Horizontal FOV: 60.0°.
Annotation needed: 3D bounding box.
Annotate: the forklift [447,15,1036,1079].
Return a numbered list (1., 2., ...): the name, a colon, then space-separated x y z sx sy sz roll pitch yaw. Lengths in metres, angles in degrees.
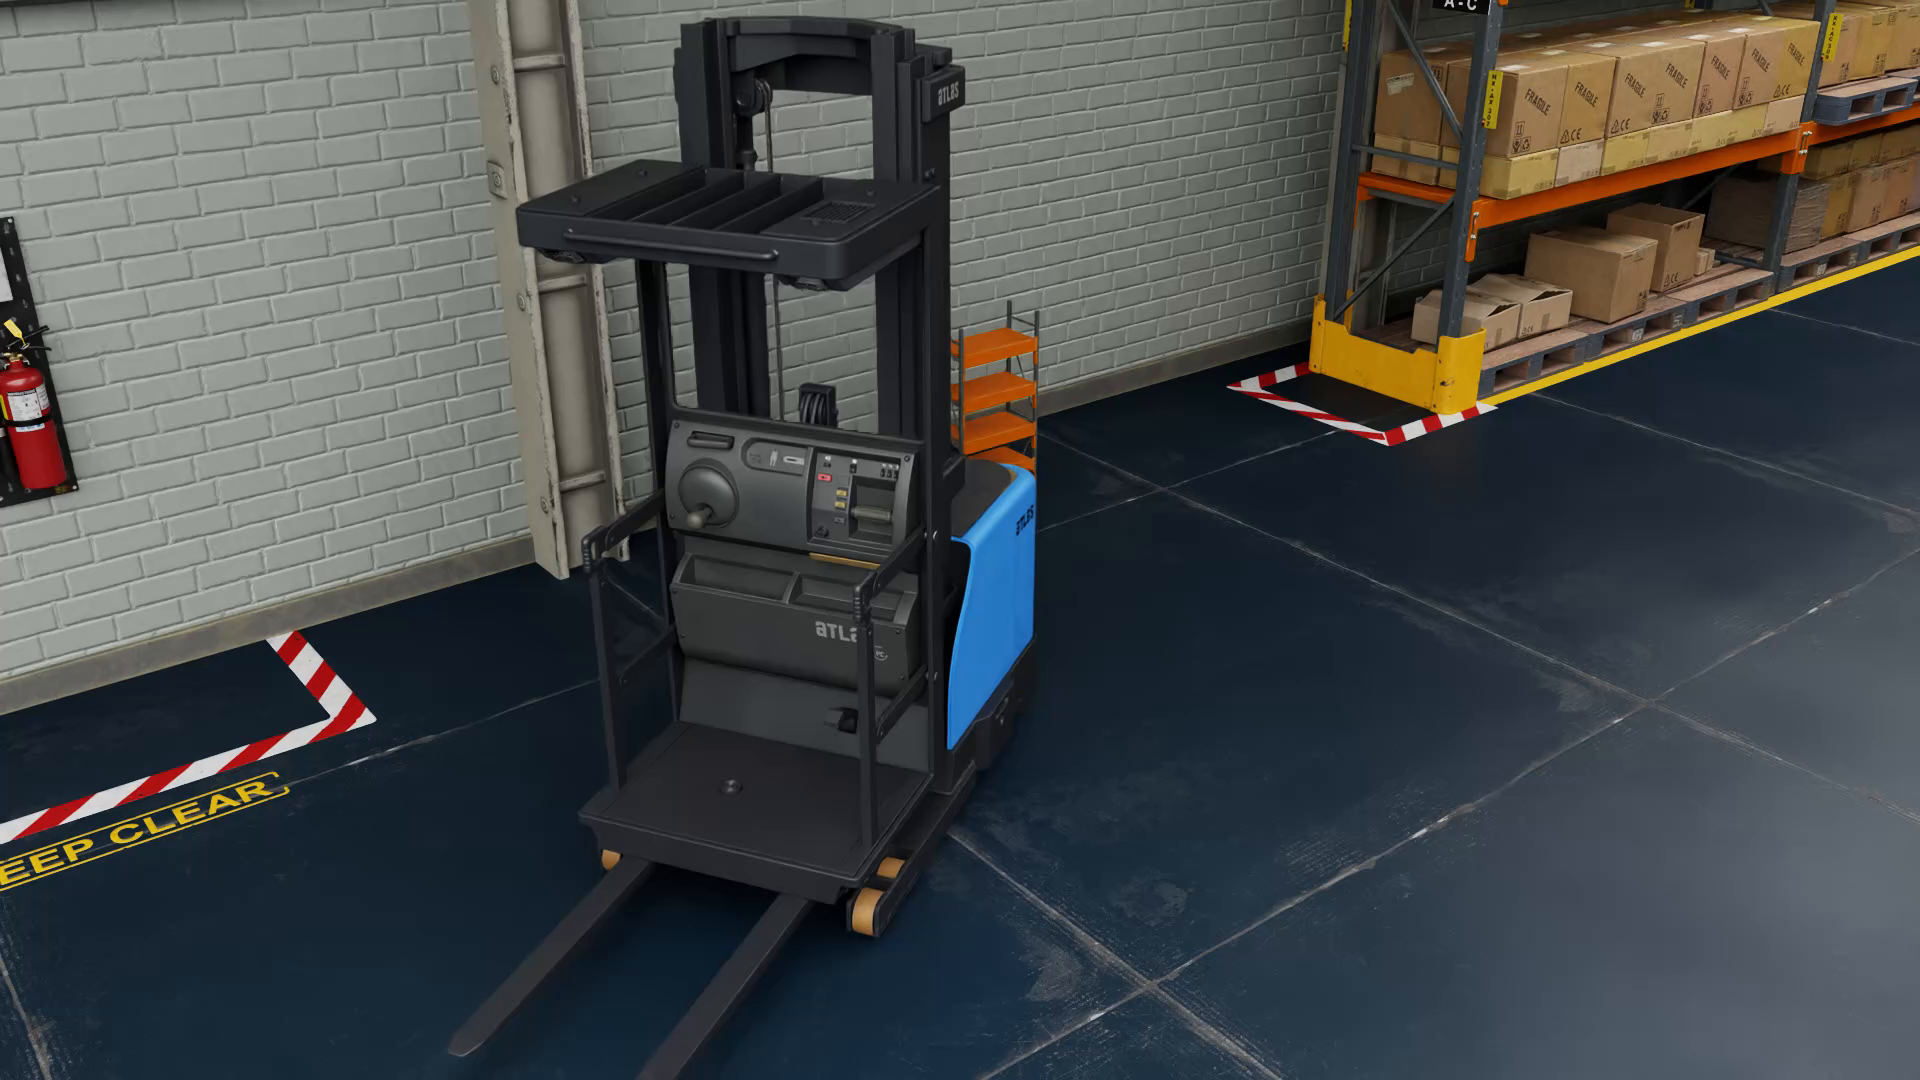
1. forklift: -0.673 -0.150 5.592 1.130 2.935 3.031 9 26 19

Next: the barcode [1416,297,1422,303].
1. barcode: 3.131 -1.624 11.346 0.075 0.075 0.001 -18 31 -34

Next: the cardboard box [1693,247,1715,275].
1. cardboard box: 5.509 -2.157 12.678 0.380 0.166 0.250 22 33 39

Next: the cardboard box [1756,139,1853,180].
1. cardboard box: 6.824 -3.110 13.444 0.500 0.250 0.500 -19 31 -35

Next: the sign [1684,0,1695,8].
1. sign: 5.566 -4.100 12.645 0.005 0.325 0.100 -18 31 -34

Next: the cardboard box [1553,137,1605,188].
1. cardboard box: 3.743 -2.455 10.631 0.500 0.250 0.500 -19 31 -36

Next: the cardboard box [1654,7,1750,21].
1. cardboard box: 5.412 -3.620 12.251 0.500 0.500 0.500 -19 31 -35

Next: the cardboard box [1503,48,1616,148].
1. cardboard box: 3.720 -2.783 10.448 0.500 0.500 0.500 -18 30 -34

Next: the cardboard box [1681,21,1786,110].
1. cardboard box: 5.341 -3.316 11.596 0.500 0.500 0.500 -18 31 -34

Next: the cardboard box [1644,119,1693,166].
1. cardboard box: 4.547 -2.716 11.193 0.500 0.250 0.500 -18 30 -34

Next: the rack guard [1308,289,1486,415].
1. rack guard: 2.823 -1.239 10.825 0.348 0.500 1.175 -18 31 -34

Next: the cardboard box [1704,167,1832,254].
1. cardboard box: 6.480 -2.654 13.353 0.500 0.500 0.700 -17 30 -32

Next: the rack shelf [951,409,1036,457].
1. rack shelf: 0.130 -0.526 8.618 0.480 0.148 0.258 -18 31 -34

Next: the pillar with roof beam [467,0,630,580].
1. pillar with roof beam: 0.715 -2.558 3.571 0.400 9.000 9.100 -18 31 -34

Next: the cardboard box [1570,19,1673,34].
1. cardboard box: 4.607 -3.359 11.689 0.500 0.500 0.500 -17 30 -33

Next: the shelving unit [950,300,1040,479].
1. shelving unit: 0.130 -0.587 8.590 0.503 1.200 0.258 -18 31 -34

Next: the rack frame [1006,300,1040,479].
1. rack frame: 0.322 -0.651 8.727 0.015 1.200 0.240 -18 31 -34

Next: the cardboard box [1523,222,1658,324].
1. cardboard box: 4.420 -1.890 11.707 0.500 0.500 0.700 -21 32 -37

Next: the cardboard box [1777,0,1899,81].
1. cardboard box: 6.777 -3.900 12.950 0.500 0.500 0.700 -15 29 -29

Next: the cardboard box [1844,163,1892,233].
1. cardboard box: 7.282 -2.924 13.934 0.500 0.500 0.700 -18 30 -33

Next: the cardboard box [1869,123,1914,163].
1. cardboard box: 7.635 -3.370 14.004 0.500 0.250 0.500 -18 31 -34

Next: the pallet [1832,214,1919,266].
1. pallet: 7.484 -2.648 14.206 1.213 0.211 1.003 -18 31 -34

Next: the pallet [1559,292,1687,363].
1. pallet: 4.444 -1.622 11.994 1.213 0.211 1.003 -18 31 -34

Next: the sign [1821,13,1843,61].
1. sign: 6.252 -3.607 11.930 0.005 0.325 0.100 -18 31 -34

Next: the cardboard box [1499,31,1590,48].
1. cardboard box: 3.810 -3.090 11.108 0.500 0.500 0.500 -19 31 -35

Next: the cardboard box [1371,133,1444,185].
1. cardboard box: 3.012 -2.479 10.684 0.500 0.250 0.500 -18 30 -33

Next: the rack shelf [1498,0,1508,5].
1. rack shelf: 4.337 -3.907 10.896 4.000 0.370 1.077 -18 31 -34

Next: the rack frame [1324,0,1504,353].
1. rack frame: 2.763 -2.353 10.256 0.127 3.000 1.000 -18 31 -34

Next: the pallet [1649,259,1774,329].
1. pallet: 5.404 -1.941 12.681 1.213 0.211 1.003 -18 31 -34

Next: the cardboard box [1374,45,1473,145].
1. cardboard box: 3.003 -2.827 10.541 0.500 0.500 0.500 -19 31 -35

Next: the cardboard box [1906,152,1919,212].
1. cardboard box: 8.047 -3.197 14.522 0.500 0.500 0.700 -18 31 -34

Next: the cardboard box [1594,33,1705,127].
1. cardboard box: 4.529 -3.054 11.030 0.500 0.500 0.500 -17 30 -32

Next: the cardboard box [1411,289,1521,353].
1. cardboard box: 3.363 -1.483 11.053 0.500 0.311 0.500 -23 33 -40

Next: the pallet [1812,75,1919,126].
1. pallet: 6.602 -3.455 12.859 1.213 0.211 1.003 -18 31 -34

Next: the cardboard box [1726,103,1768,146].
1. cardboard box: 5.328 -2.983 11.768 0.500 0.250 0.500 -18 30 -34

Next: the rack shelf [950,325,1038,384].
1. rack shelf: 0.130 -0.944 8.425 0.480 0.148 0.258 -18 31 -34
